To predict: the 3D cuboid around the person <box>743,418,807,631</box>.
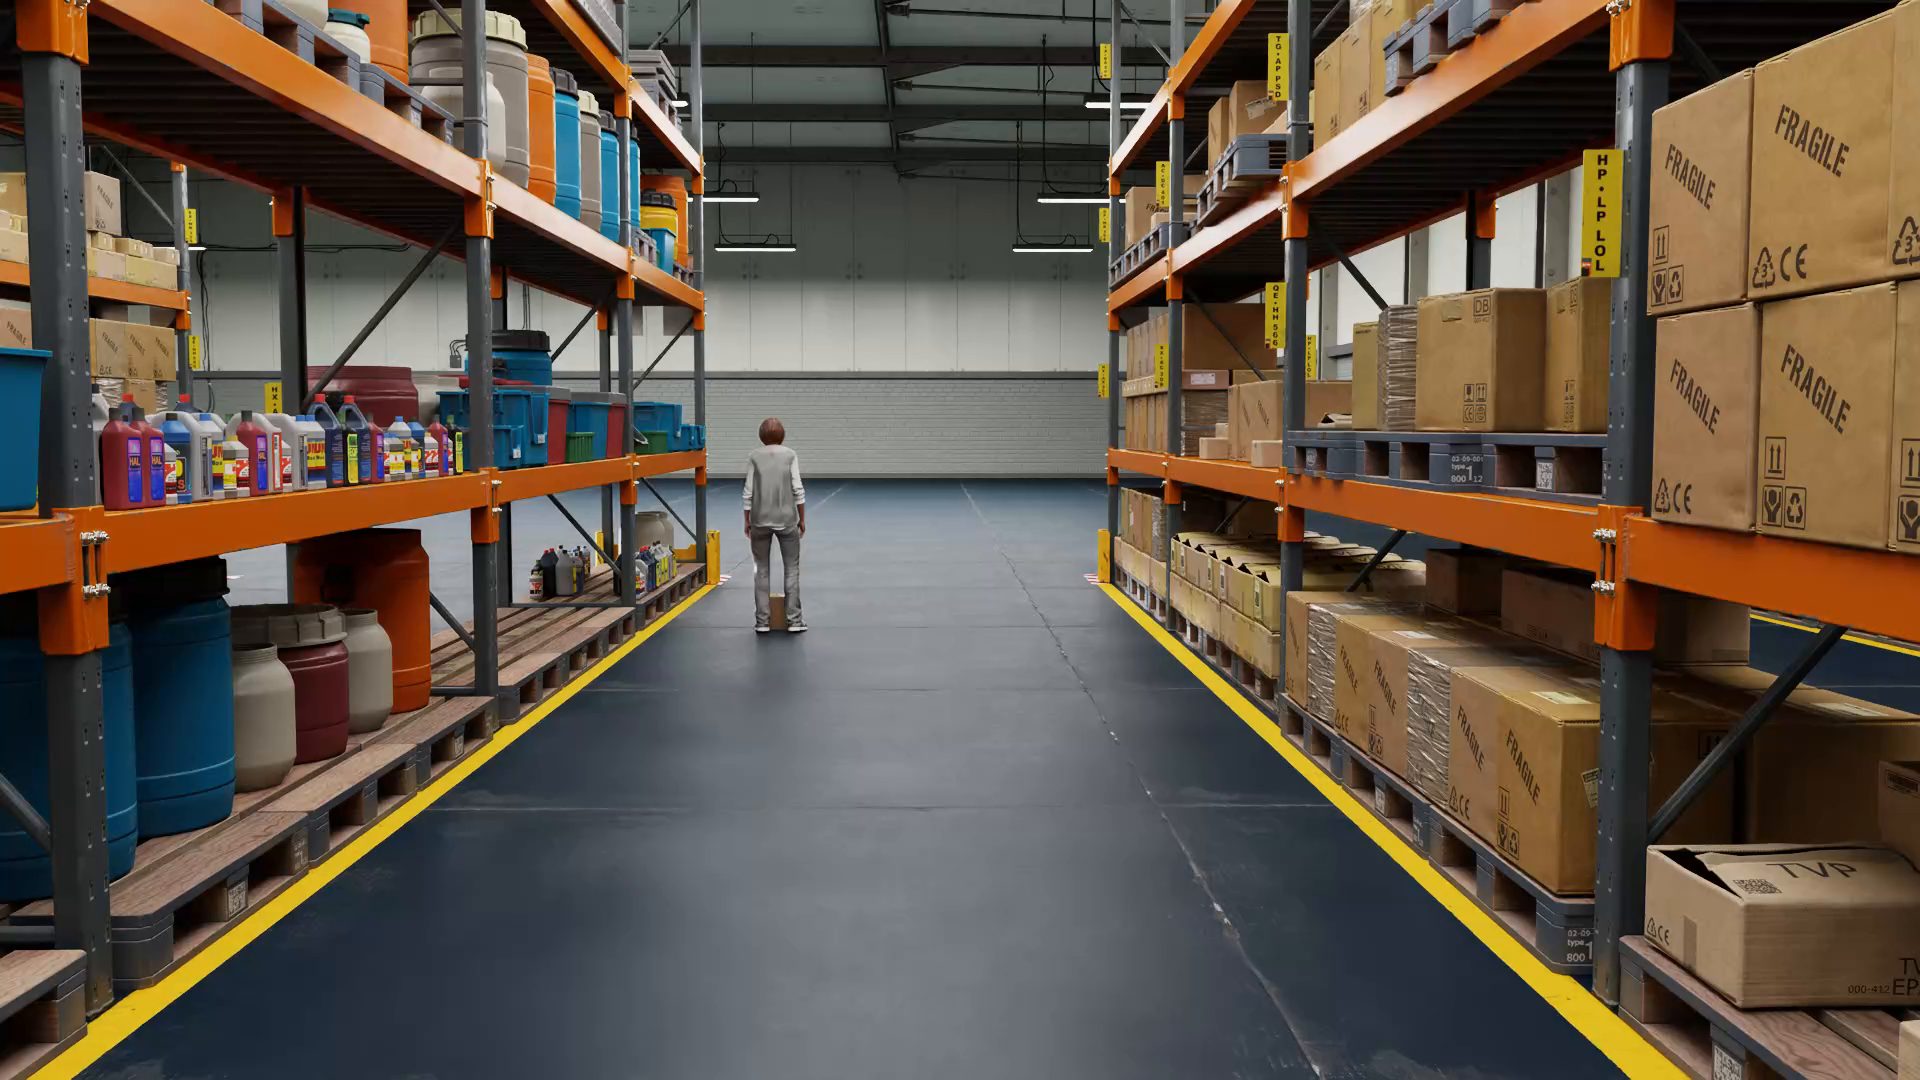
[{"bbox_3d":[-1.376,-0.111,12.346,0.465,1.592,0.347,0,4,-2],"label":"person"}]
